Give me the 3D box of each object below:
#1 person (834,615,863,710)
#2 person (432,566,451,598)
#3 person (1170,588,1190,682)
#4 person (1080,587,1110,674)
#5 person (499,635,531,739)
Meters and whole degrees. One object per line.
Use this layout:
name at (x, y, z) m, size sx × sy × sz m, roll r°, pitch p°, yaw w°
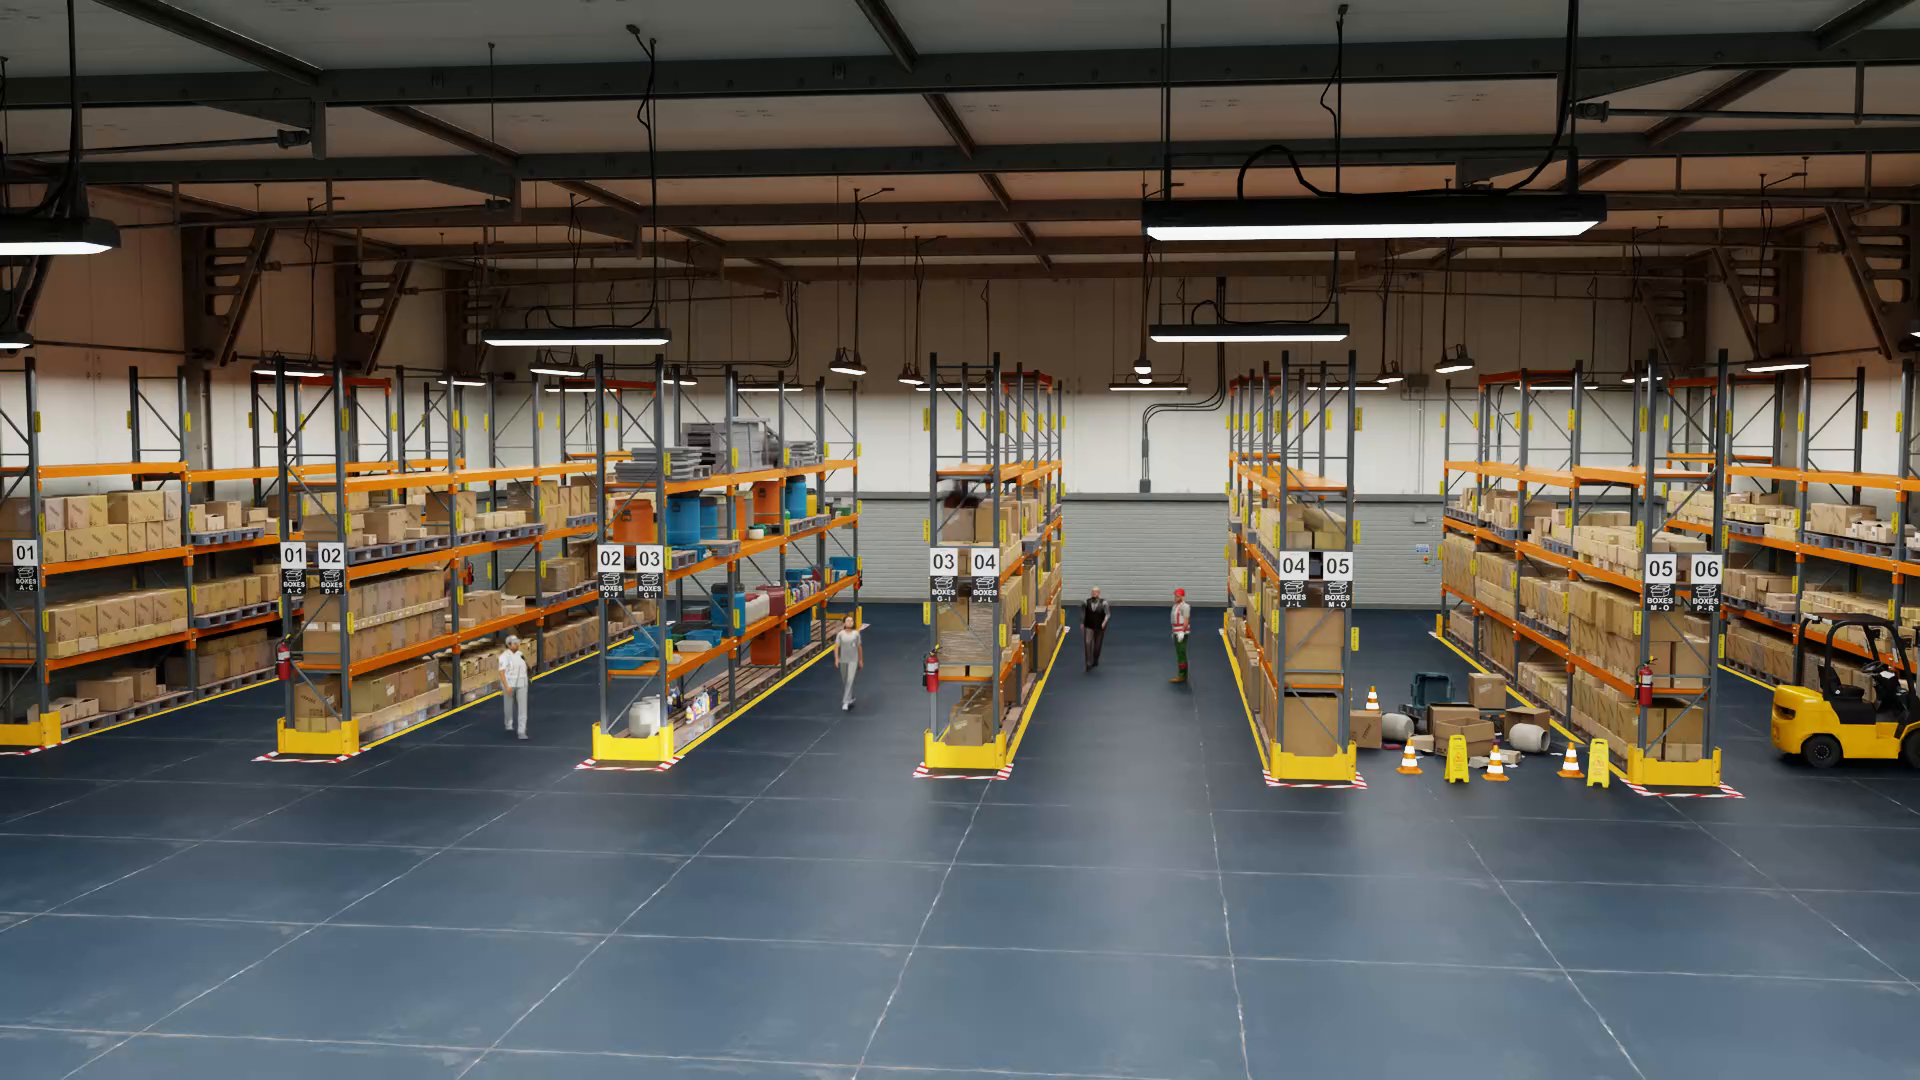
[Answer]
person at (-1.972, 2.122, 29.048) m, size 0.446 × 1.604 × 1.047 m, roll 1°, pitch 4°, yaw 16°
person at (-11.956, 1.494, 37.909) m, size 0.756 × 1.813 × 0.936 m, roll 0°, pitch 4°, yaw 7°
person at (4.212, 1.825, 32.062) m, size 0.401 × 1.791 × 0.571 m, roll -1°, pitch 4°, yaw -11°
person at (2.729, 1.795, 33.600) m, size 0.615 × 1.702 × 0.992 m, roll 0°, pitch 4°, yaw 6°
person at (-7.084, 2.323, 26.465) m, size 0.491 × 1.619 × 0.927 m, roll -1°, pitch 4°, yaw -17°
